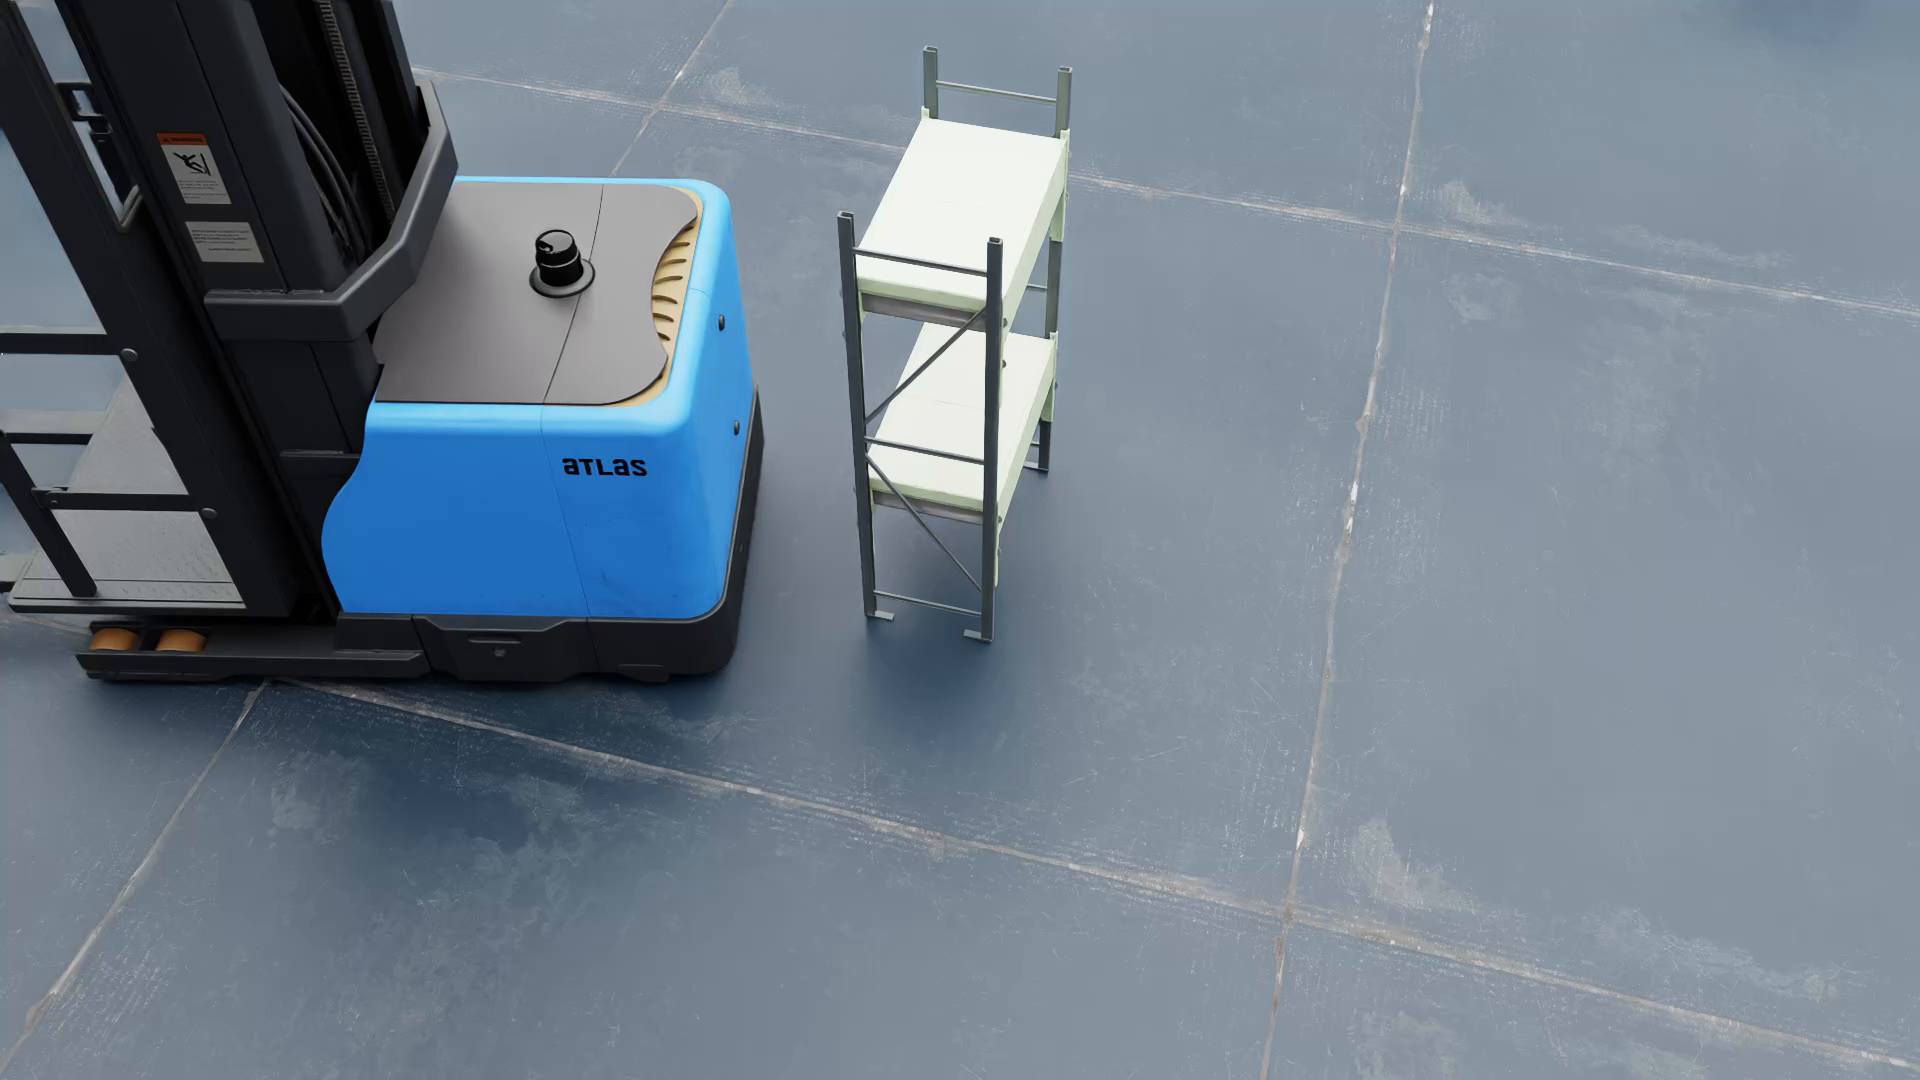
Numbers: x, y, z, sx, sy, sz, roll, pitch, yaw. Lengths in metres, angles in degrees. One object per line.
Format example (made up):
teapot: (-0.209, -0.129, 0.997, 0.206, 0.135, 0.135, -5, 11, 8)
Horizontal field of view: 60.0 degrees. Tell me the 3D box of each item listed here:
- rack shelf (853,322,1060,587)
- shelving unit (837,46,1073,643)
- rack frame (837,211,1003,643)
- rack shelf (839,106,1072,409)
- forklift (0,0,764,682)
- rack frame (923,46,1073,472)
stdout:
rack shelf: (0.002, -0.285, 4.936, 0.431, 0.370, 0.720, 12, 50, 10)
shelving unit: (0.002, -0.501, 4.692, 0.431, 1.500, 0.755, 12, 50, 10)
rack frame: (-0.095, -0.236, 4.458, 0.400, 1.500, 0.023, 12, 50, 10)
rack shelf: (0.002, -0.759, 4.399, 0.431, 0.370, 0.720, 12, 50, 10)
forklift: (-2.164, -0.952, 4.135, 3.031, 2.935, 1.130, 1, 49, 1)
rack frame: (0.098, -0.766, 4.926, 0.400, 1.500, 0.023, 12, 50, 10)
